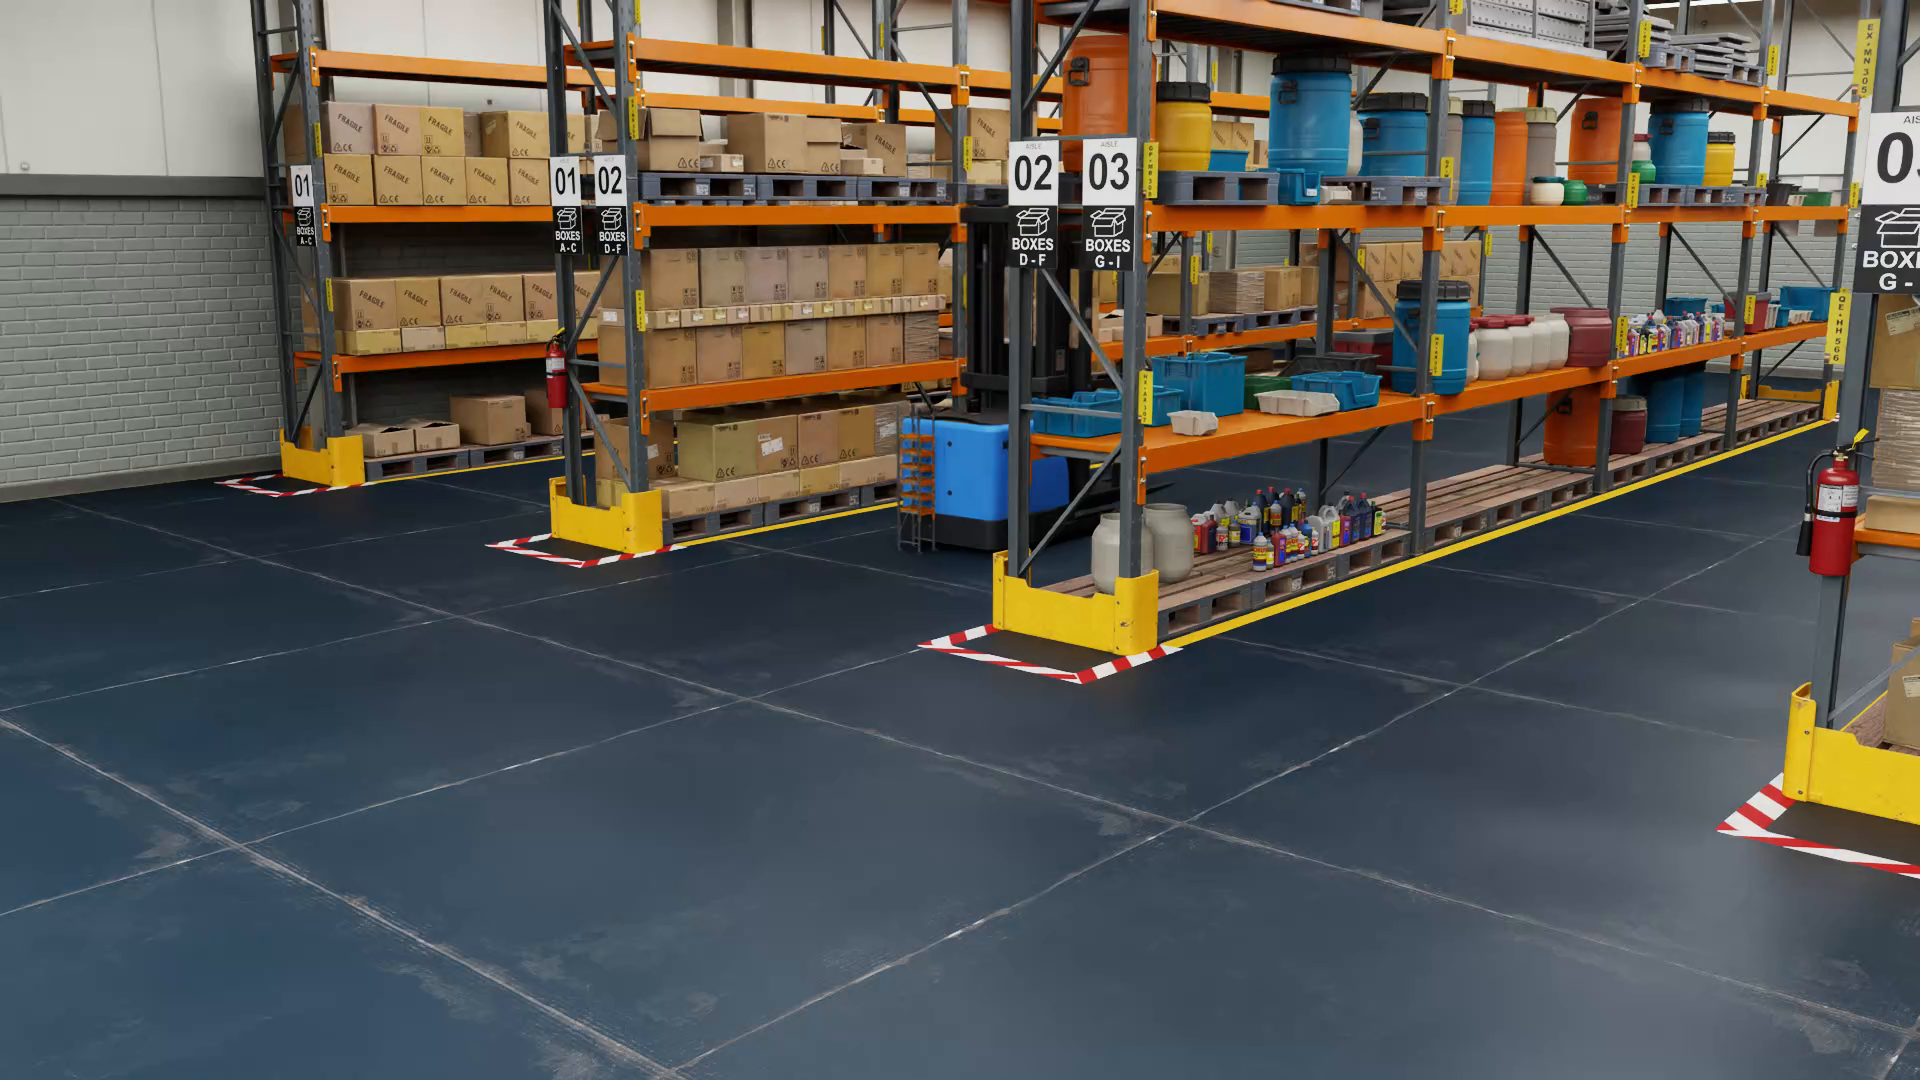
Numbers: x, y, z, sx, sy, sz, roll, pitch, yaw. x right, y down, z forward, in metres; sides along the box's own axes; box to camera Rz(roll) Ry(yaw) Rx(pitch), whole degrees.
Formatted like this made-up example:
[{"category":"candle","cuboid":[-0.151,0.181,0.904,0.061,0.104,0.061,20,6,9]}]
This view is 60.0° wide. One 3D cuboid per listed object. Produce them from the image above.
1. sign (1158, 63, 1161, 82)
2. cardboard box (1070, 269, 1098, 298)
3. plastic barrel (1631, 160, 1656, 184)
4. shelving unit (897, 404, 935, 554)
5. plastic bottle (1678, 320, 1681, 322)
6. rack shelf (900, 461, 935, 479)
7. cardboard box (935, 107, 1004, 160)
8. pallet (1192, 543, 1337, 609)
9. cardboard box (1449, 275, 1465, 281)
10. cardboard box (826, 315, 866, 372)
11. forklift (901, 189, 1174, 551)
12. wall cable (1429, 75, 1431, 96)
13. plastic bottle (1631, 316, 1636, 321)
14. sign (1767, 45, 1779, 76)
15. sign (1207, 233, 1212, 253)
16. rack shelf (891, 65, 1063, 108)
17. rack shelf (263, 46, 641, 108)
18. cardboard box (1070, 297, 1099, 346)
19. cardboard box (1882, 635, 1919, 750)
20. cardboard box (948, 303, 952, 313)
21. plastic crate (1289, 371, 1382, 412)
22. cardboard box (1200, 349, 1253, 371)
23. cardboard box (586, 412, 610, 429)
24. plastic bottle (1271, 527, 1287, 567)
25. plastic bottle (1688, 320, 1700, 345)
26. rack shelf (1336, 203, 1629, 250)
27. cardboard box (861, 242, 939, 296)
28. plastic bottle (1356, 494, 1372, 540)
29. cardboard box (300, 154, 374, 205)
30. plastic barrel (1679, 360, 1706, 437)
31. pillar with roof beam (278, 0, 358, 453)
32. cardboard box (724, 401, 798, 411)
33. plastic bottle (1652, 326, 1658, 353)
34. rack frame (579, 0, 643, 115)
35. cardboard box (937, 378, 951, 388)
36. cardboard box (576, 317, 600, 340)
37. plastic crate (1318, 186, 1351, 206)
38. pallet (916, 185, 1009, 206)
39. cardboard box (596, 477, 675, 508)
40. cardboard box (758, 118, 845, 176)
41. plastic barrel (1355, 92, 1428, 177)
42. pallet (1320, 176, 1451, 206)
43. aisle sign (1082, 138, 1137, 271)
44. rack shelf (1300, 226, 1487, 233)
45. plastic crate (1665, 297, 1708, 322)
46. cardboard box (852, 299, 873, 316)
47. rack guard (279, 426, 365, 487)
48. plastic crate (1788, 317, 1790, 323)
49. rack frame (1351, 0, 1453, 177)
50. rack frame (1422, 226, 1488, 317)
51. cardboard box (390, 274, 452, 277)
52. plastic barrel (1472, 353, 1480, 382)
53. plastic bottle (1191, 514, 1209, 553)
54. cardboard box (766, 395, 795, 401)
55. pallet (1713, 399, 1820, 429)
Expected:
[{"category":"sign","cuboid":[3.440,-8.000,28.503,0.100,0.325,0.005,10,15,40]},{"category":"cardboard box","cuboid":[1.583,-4.086,26.247,0.980,0.700,0.700,10,15,41]},{"category":"plastic barrel","cuboid":[6.886,-3.719,16.840,0.294,0.245,0.294,0,11,0]},{"category":"shelving unit","cuboid":[-0.361,-0.500,13.651,0.258,1.200,0.189,9,14,38]},{"category":"plastic bottle","cuboid":[7.957,-2.303,18.414,0.097,0.271,0.097,0,11,0]},{"category":"rack shelf","cuboid":[-0.361,-0.574,13.636,0.258,0.103,0.180,9,14,38]},{"category":"cardboard box","cuboid":[0.092,-4.101,16.825,0.500,0.500,0.500,10,15,41]},{"category":"pallet","cuboid":[2.094,0.237,12.484,1.003,0.211,1.213,10,15,40]},{"category":"cardboard box","cuboid":[7.146,-3.681,24.729,0.500,0.500,0.500,10,15,41]},{"category":"cardboard box","cuboid":[-1.310,-1.876,15.690,0.700,0.500,0.500,10,15,41]},{"category":"forklift","cuboid":[0.820,-1.568,14.581,1.130,2.935,3.031,9,14,38]},{"category":"wall cable","cuboid":[9.887,-8.782,30.239,3.097,2.526,0.112,10,15,40]},{"category":"plastic bottle","cuboid":[7.724,-2.431,19.055,0.097,0.271,0.097,0,11,0]},{"category":"sign","cuboid":[9.066,-5.349,18.550,0.100,0.325,0.005,10,15,40]},{"category":"sign","cuboid":[4.252,-5.062,28.336,0.100,0.325,0.005,10,15,40]},{"category":"rack shelf","cuboid":[0.976,-4.732,17.786,1.077,0.370,4.000,10,15,40]},{"category":"rack shelf","cuboid":[-5.388,-4.978,18.004,1.077,0.370,4.000,10,15,40]},{"category":"cardboard box","cuboid":[1.200,-2.433,18.480,0.500,0.500,0.500,9,14,37]},{"category":"cardboard box","cuboid":[4.879,0.755,8.081,0.500,0.500,0.500,-9,14,-37]},{"category":"cardboard box","cuboid":[-0.208,-3.371,24.022,0.380,0.149,0.250,10,15,41]},{"category":"plastic crate","cuboid":[2.847,-1.133,12.605,0.499,0.251,0.616,10,15,40]},{"category":"cardboard box","cuboid":[3.443,-2.319,21.507,0.500,0.250,0.500,9,15,39]},{"category":"cardboard box","cuboid":[-4.399,-1.428,19.815,0.380,0.166,0.250,7,14,33]},{"category":"plastic bottle","cuboid":[2.327,0.044,12.146,0.061,0.283,0.133,10,15,41]},{"category":"plastic bottle","cuboid":[8.063,-2.292,18.346,0.152,0.276,0.135,10,15,40]},{"category":"rack shelf","cuboid":[4.694,-2.816,14.831,1.077,0.370,4.000,10,15,40]},{"category":"cardboard box","cuboid":[-0.633,-2.664,16.323,0.700,0.500,0.500,10,15,41]},{"category":"plastic bottle","cuboid":[3.165,-0.189,13.137,0.144,0.351,0.185,9,15,39]},{"category":"cardboard box","cuboid":[-6.300,-3.643,16.827,0.500,0.500,0.500,10,15,42]},{"category":"plastic barrel","cuboid":[8.283,-1.680,19.249,0.600,0.901,0.708,10,15,40]},{"category":"pillar with roof beam","cuboid":[-3.663,-4.696,14.749,9.100,9.000,0.400,10,15,40]},{"category":"cardboard box","cuboid":[-1.875,-1.021,15.700,0.500,0.500,0.500,10,15,40]},{"category":"plastic bottle","cuboid":[7.250,-2.101,17.398,0.097,0.271,0.097,0,11,0]},{"category":"rack frame","cuboid":[-4.068,-5.627,19.407,1.000,3.000,0.127,10,15,40]},{"category":"cardboard box","cuboid":[-0.261,-2.644,24.208,0.750,0.750,0.750,10,15,40]},{"category":"cardboard box","cuboid":[-4.488,-2.440,19.100,0.500,0.250,0.500,10,15,41]},{"category":"plastic crate","cuboid":[2.618,-2.457,11.869,0.243,0.136,0.396,10,15,40]},{"category":"pallet","cuboid":[0.228,-3.553,17.173,0.805,0.209,1.217,9,14,38]},{"category":"cardboard box","cuboid":[-2.853,-0.431,14.658,0.500,0.250,0.500,10,15,40]},{"category":"cardboard box","cuboid":[-1.527,-3.615,15.300,0.637,0.503,0.797,-10,15,-41]},{"category":"plastic barrel","cuboid":[3.546,-3.223,13.753,0.600,0.901,0.708,10,15,40]},{"category":"pallet","cuboid":[2.971,-2.663,12.711,1.213,0.211,1.003,10,15,40]},{"category":"aisle sign","cuboid":[0.906,-2.042,10.137,0.394,0.787,0.004,10,15,40]},{"category":"rack shelf","cuboid":[6.256,-4.634,23.933,1.077,0.370,4.000,10,15,40]},{"category":"plastic crate","cuboid":[8.706,-2.715,20.035,0.392,0.384,0.575,10,15,40]},{"category":"cardboard box","cuboid":[-1.036,-2.195,15.630,0.380,0.149,0.250,10,15,40]},{"category":"rack guard","cuboid":[-6.658,-0.882,17.349,1.175,0.500,0.348,10,15,40]},{"category":"plastic crate","cuboid":[10.344,-2.795,21.067,0.298,0.136,0.250,10,15,40]},{"category":"rack frame","cuboid":[3.374,-4.346,12.994,1.000,3.000,0.127,10,15,40]},{"category":"rack frame","cuboid":[7.577,-3.810,25.630,1.000,3.000,0.127,10,15,40]},{"category":"cardboard box","cuboid":[-5.879,-2.646,18.220,0.500,0.500,0.500,9,15,39]},{"category":"plastic barrel","cuboid":[4.363,-1.511,14.470,0.301,0.262,0.301,0,11,0]},{"category":"plastic bottle","cuboid":[1.803,-0.056,12.663,0.152,0.276,0.135,10,15,41]},{"category":"cardboard box","cuboid":[-2.598,-2.013,21.890,0.700,0.500,0.500,10,15,40]},{"category":"pallet","cuboid":[10.721,-1.686,22.111,1.003,0.211,1.213,10,15,40]}]
